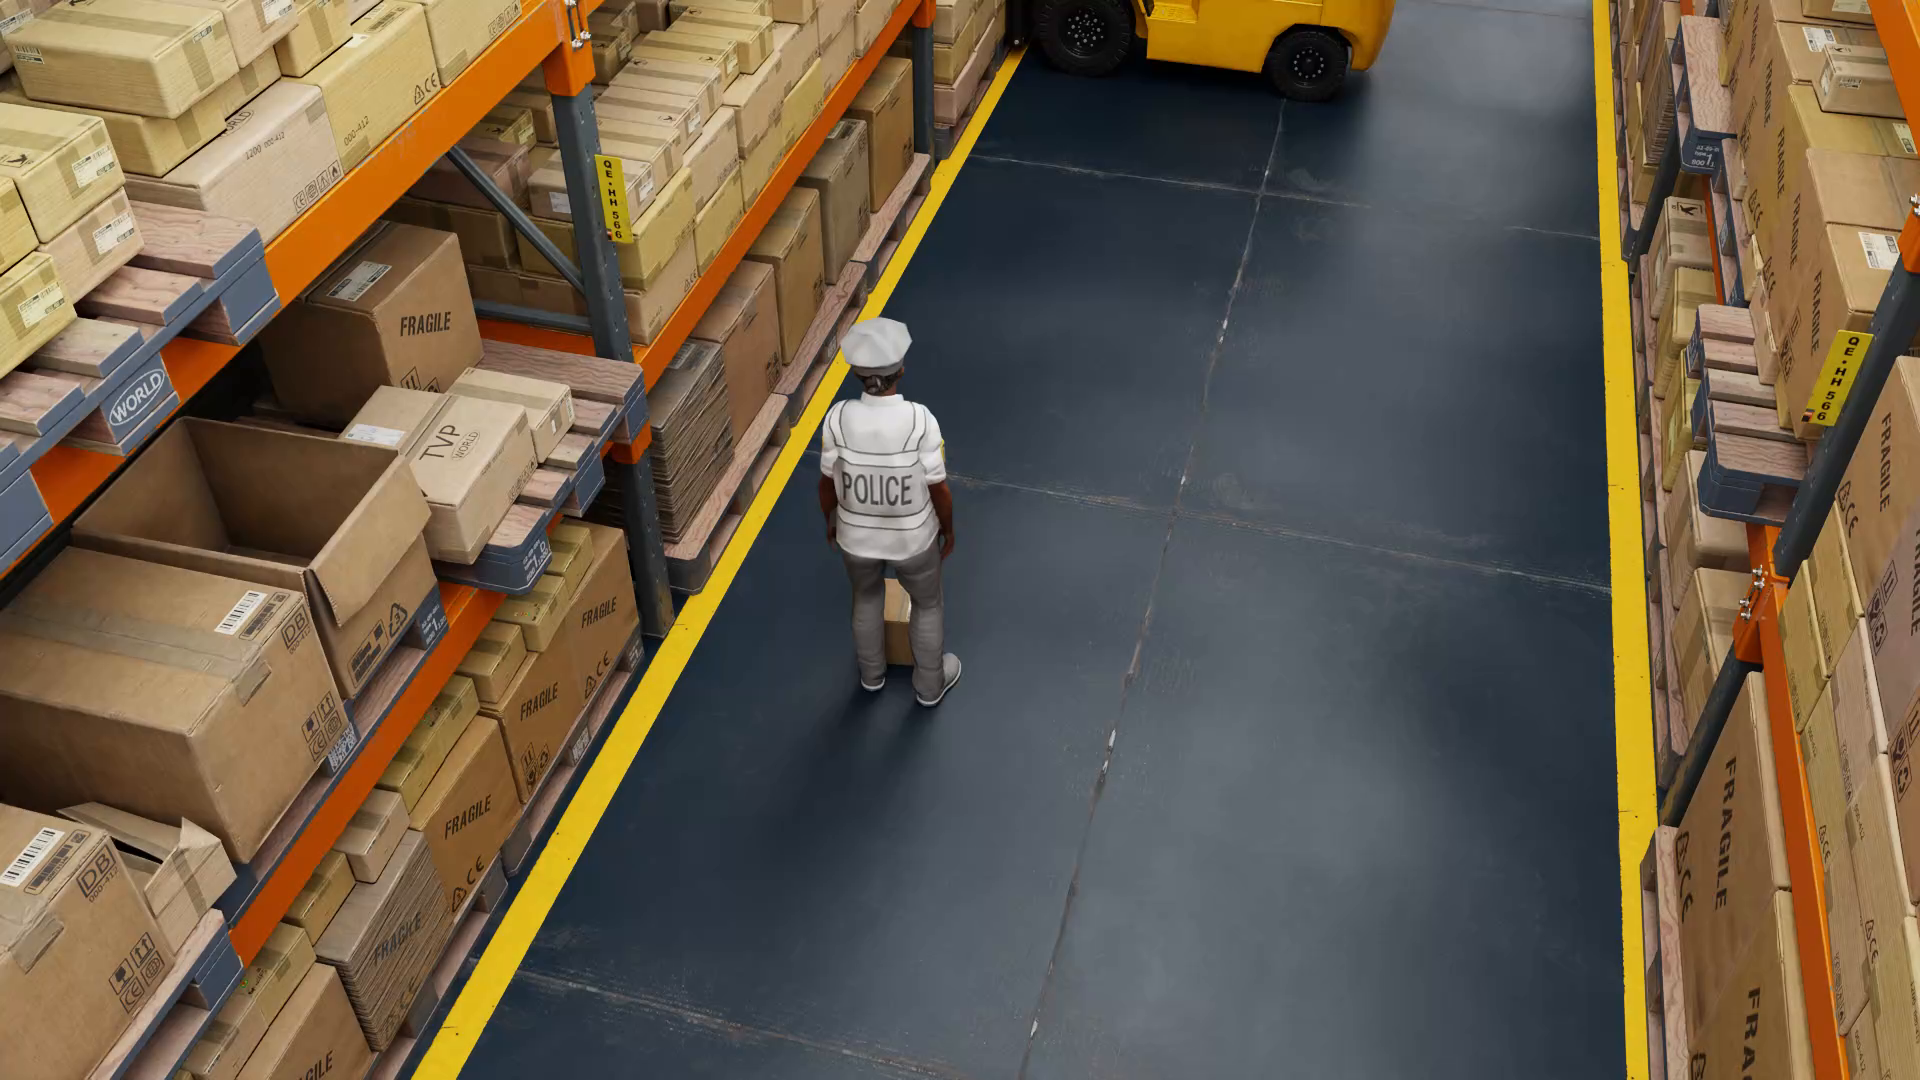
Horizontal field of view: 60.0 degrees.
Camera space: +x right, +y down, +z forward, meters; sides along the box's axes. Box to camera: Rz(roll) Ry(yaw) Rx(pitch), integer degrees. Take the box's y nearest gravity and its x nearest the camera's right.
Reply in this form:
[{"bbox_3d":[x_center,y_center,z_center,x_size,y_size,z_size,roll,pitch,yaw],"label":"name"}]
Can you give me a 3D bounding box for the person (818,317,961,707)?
[{"bbox_3d":[-0.259,-0.047,6.214,0.509,1.657,0.425,5,42,6],"label":"person"}]
